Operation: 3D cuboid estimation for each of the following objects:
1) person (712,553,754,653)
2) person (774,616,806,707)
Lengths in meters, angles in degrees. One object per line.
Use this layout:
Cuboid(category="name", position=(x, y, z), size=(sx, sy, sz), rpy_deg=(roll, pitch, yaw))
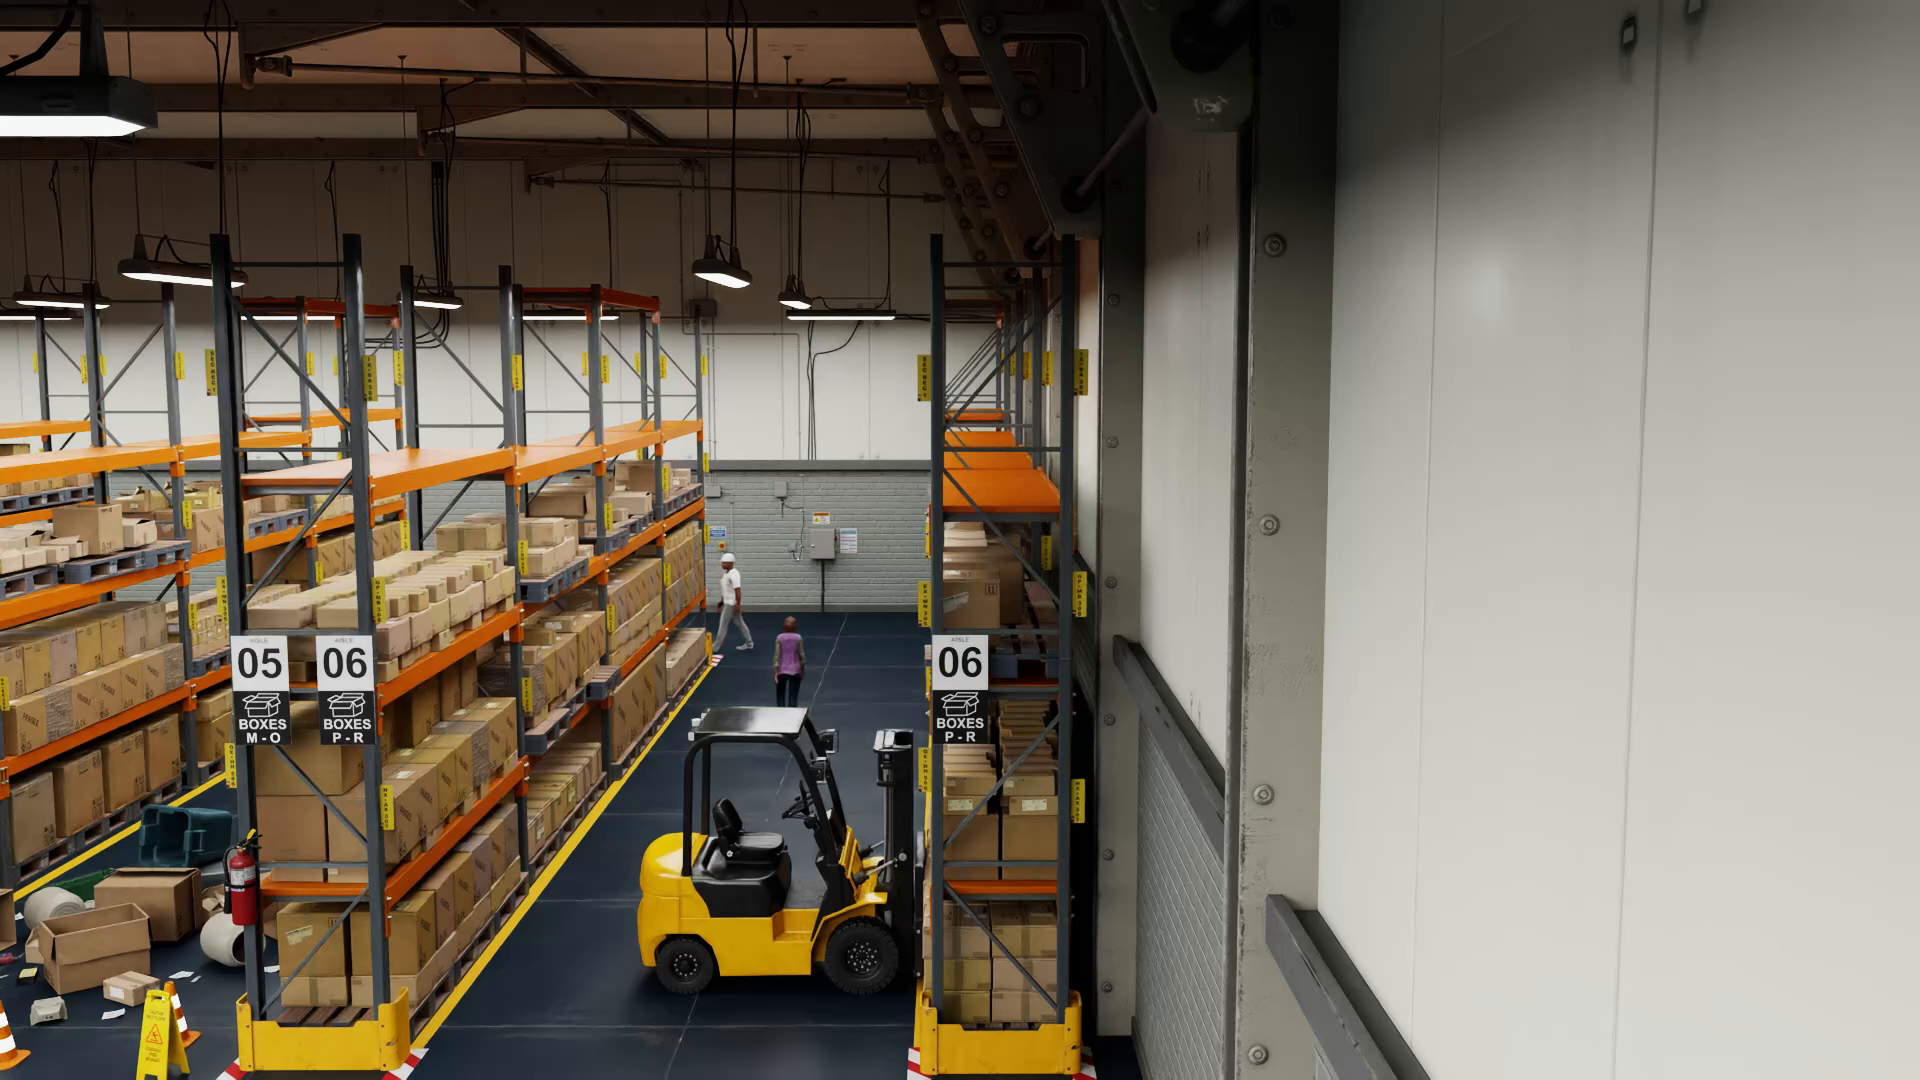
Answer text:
Cuboid(category="person", position=(-4.065, 1.097, 29.026), size=(0.924, 1.736, 0.584), rpy_deg=(-2, 7, -14))
Cuboid(category="person", position=(-2.345, 1.853, 22.871), size=(0.452, 1.621, 0.428), rpy_deg=(0, 6, -3))
